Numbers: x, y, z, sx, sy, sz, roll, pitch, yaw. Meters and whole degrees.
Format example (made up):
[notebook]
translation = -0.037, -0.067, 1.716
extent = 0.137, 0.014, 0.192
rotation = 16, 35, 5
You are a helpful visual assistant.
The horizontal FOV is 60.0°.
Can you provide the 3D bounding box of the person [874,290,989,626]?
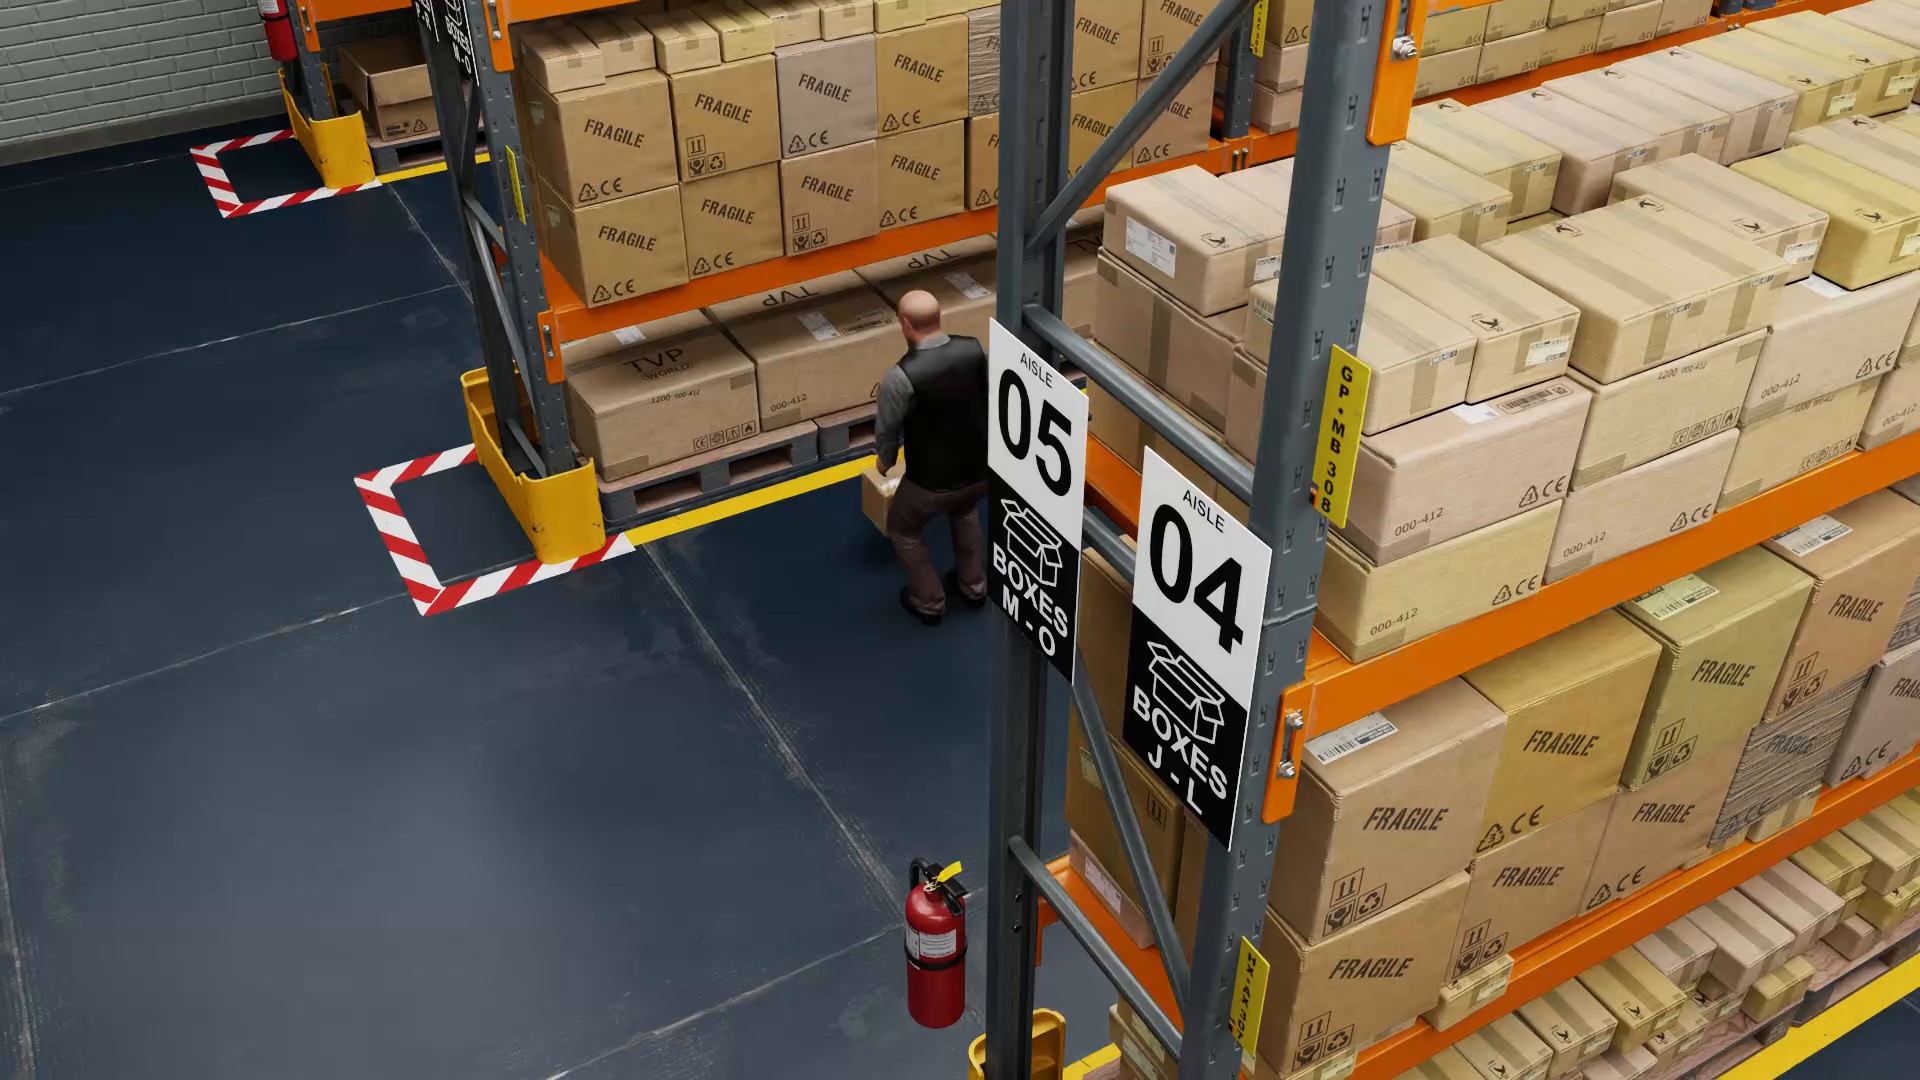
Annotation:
[person]
translation = -0.101, -0.334, 7.497
extent = 0.574, 1.617, 0.509
rotation = -18, 40, -23
